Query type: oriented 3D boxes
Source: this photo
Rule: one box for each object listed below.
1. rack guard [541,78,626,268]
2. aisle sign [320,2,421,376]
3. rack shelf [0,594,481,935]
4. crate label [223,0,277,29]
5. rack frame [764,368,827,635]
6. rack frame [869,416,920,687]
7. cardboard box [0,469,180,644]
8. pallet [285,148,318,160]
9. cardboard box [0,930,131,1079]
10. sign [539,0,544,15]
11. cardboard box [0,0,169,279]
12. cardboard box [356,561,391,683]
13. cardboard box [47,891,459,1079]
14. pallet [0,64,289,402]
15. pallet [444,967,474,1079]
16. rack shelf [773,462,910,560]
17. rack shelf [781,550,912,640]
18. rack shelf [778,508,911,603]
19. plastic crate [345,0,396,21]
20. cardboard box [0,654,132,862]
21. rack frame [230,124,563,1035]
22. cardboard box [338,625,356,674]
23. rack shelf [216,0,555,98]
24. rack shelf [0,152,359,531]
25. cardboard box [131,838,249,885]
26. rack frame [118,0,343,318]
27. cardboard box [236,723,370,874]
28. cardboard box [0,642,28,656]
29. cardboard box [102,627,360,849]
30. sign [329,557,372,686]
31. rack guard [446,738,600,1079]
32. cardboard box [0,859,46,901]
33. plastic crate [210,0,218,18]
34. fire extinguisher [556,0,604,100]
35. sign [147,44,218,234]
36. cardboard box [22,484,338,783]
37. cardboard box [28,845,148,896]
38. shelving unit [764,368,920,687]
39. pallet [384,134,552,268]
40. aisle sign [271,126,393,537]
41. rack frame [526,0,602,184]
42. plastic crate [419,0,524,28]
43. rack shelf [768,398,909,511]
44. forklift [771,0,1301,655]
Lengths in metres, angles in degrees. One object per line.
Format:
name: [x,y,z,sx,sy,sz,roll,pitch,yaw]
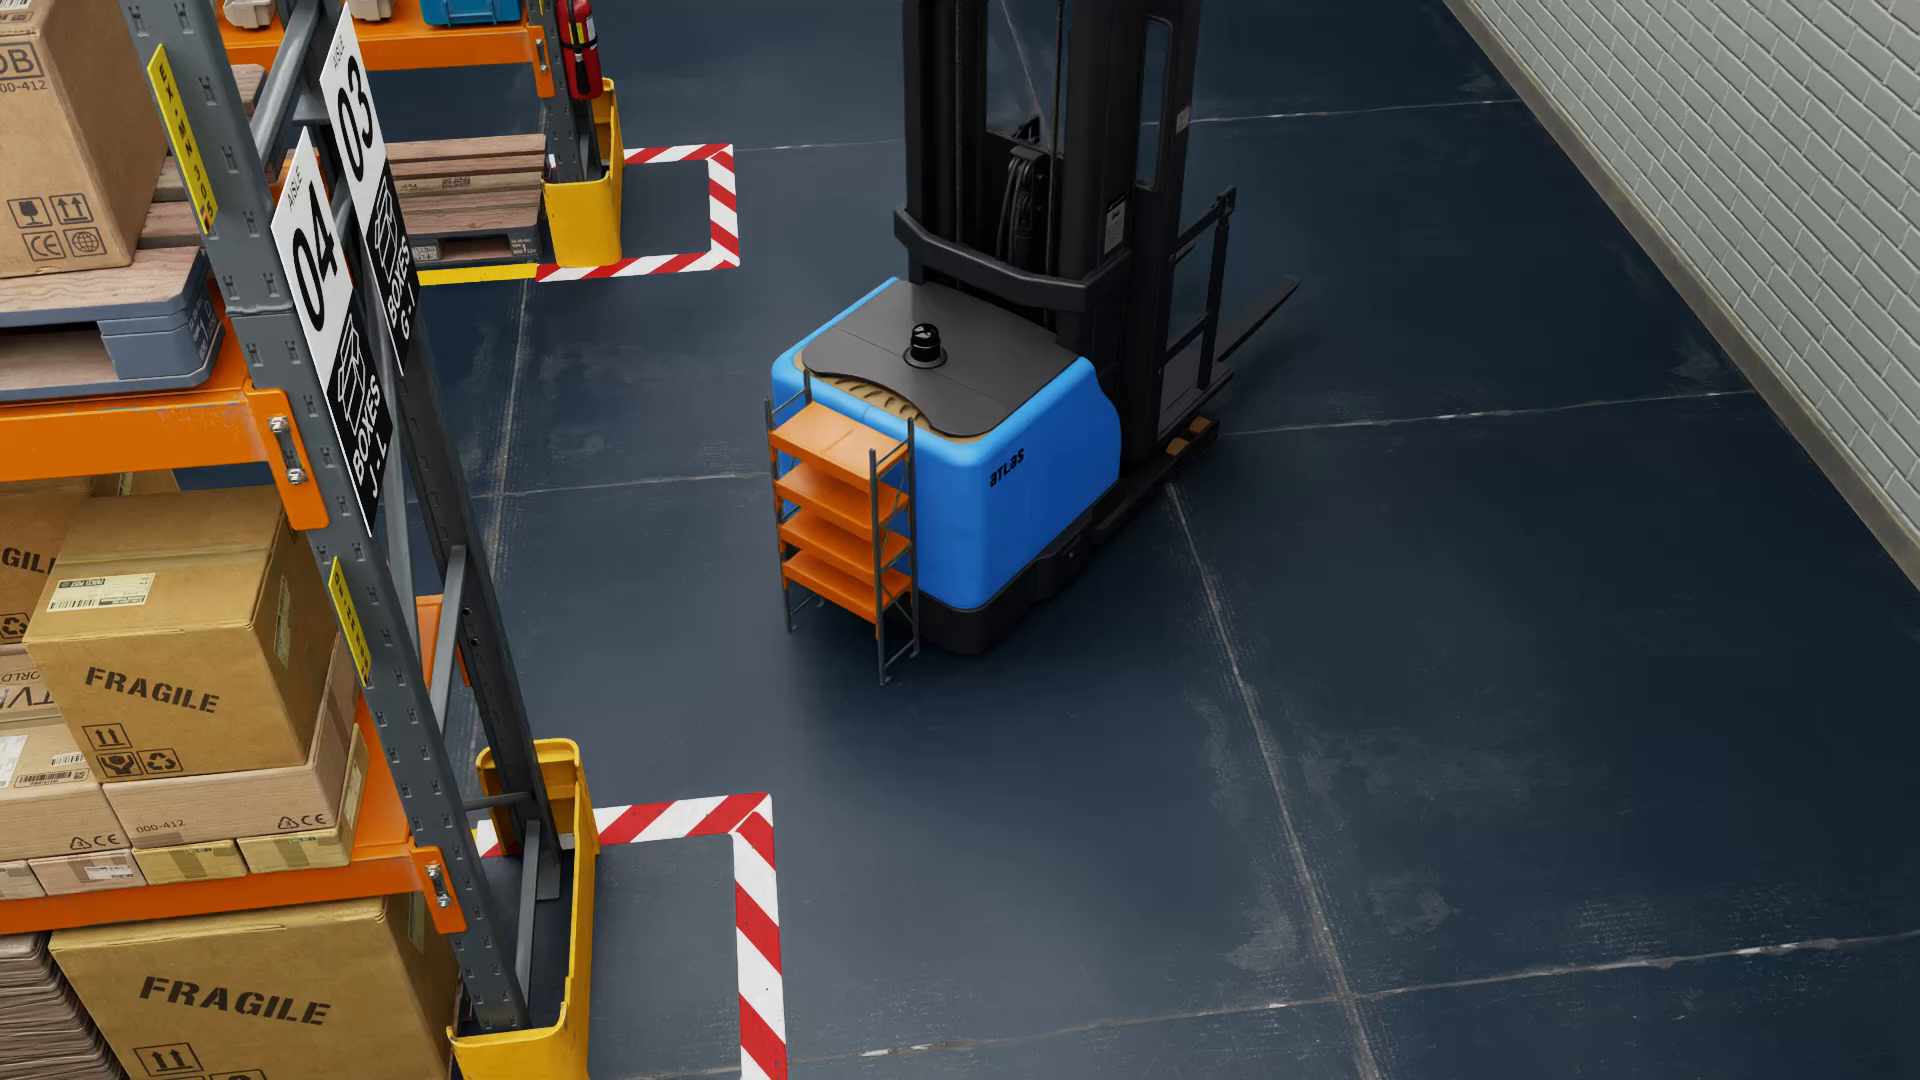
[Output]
rack guard: [-2.055,-2.030,9.127,0.348,0.500,1.175,-5,42,-6]
aisle sign: [-1.402,-0.829,3.988,0.004,0.787,0.394,-5,42,-6]
rack shelf: [-3.418,0.783,4.679,4.000,0.370,1.077,-5,42,-6]
crate label: [-3.424,-2.624,8.072,0.243,0.136,0.396,-5,42,-6]
rack frame: [-0.634,-0.125,6.493,0.015,1.200,0.240,26,48,26]
rack frame: [-0.242,0.069,6.277,0.015,1.200,0.240,26,48,26]
cardboard box: [-2.441,-0.085,4.435,0.500,0.500,0.500,-6,42,-7]
pallet: [-4.107,-1.762,9.046,1.213,0.211,1.003,-5,42,-6]
cardboard box: [-2.961,1.163,4.994,0.875,0.875,0.875,-5,42,-6]
sign: [-1.989,-2.644,7.820,0.005,0.325,0.100,-5,42,-6]
cardboard box: [-1.943,-0.921,3.329,0.500,0.500,0.700,-7,43,-8]
cardboard box: [-1.829,0.247,4.924,0.250,0.149,0.380,-5,42,-5]
cardboard box: [-2.059,1.084,5.081,0.875,0.875,0.875,-5,42,-6]
pallet: [-2.169,-0.667,3.577,1.213,0.211,1.003,-5,42,-6]
pallet: [-2.217,1.499,5.430,1.213,0.211,1.003,-5,42,-6]
rack shelf: [-0.438,-0.144,6.280,0.480,0.148,0.258,26,48,26]
rack shelf: [-0.438,0.170,6.563,0.480,0.148,0.258,26,48,26]
rack shelf: [-0.438,0.022,6.430,0.480,0.148,0.258,26,48,26]
plastic crate: [-2.862,-2.680,8.134,0.243,0.136,0.396,-5,42,-6]
cardboard box: [-2.384,0.549,4.291,0.500,0.250,0.500,-6,42,-6]
rack frame: [-1.435,0.342,4.631,0.127,3.000,1.000,-5,42,-6]
cardboard box: [-1.946,0.150,4.734,0.500,0.250,0.500,-6,42,-7]
rack shelf: [-4.060,-2.506,8.326,4.000,0.370,1.077,-5,42,-6]
rack shelf: [-3.418,-0.331,3.675,4.000,0.370,1.077,-5,42,-6]
cardboard box: [-2.003,0.709,4.412,0.250,0.149,0.380,-5,42,-5]
rack frame: [-1.435,-1.885,2.622,0.127,3.000,1.000,-5,42,-6]
cardboard box: [-1.745,0.685,4.438,0.250,0.149,0.380,-4,42,-5]
cardboard box: [-2.460,0.199,4.679,0.500,0.250,0.500,-5,42,-6]
cardboard box: [-1.881,0.506,4.340,0.500,0.250,0.500,-6,42,-6]
sign: [-1.378,0.186,3.763,0.005,0.325,0.100,-5,42,-6]
rack guard: [-1.411,1.268,5.470,0.348,0.500,1.175,-5,42,-6]
cardboard box: [-2.500,0.751,4.365,0.250,0.149,0.380,-4,42,-5]
plastic crate: [-3.715,-2.586,8.030,0.250,0.136,0.298,-5,42,-6]
fire extinguisher: [-1.868,-2.491,8.109,0.183,0.674,0.296,-5,42,-6]
sign: [-1.378,-0.709,2.955,0.005,0.325,0.100,-5,42,-6]
cardboard box: [-1.884,0.226,4.090,0.500,0.500,0.500,-5,42,-5]
cardboard box: [-2.253,0.730,4.389,0.250,0.149,0.380,-5,42,-5]
shelving unit: [-0.438,-0.028,6.385,0.503,1.200,0.258,26,48,26]
pallet: [-2.900,-1.866,9.161,1.213,0.211,1.003,-5,42,-6]
aisle sign: [-1.324,-0.430,3.546,0.004,0.787,0.394,-5,42,-6]
rack frame: [-2.077,-2.947,8.278,0.127,3.000,1.000,-5,42,-6]
plastic crate: [-2.385,-2.829,8.076,0.499,0.435,0.616,-5,42,-6]
rack shelf: [-0.438,-0.320,6.122,0.480,0.148,0.258,26,48,26]
forklift: [0.540,-1.568,6.800,1.130,2.935,3.031,27,48,27]
